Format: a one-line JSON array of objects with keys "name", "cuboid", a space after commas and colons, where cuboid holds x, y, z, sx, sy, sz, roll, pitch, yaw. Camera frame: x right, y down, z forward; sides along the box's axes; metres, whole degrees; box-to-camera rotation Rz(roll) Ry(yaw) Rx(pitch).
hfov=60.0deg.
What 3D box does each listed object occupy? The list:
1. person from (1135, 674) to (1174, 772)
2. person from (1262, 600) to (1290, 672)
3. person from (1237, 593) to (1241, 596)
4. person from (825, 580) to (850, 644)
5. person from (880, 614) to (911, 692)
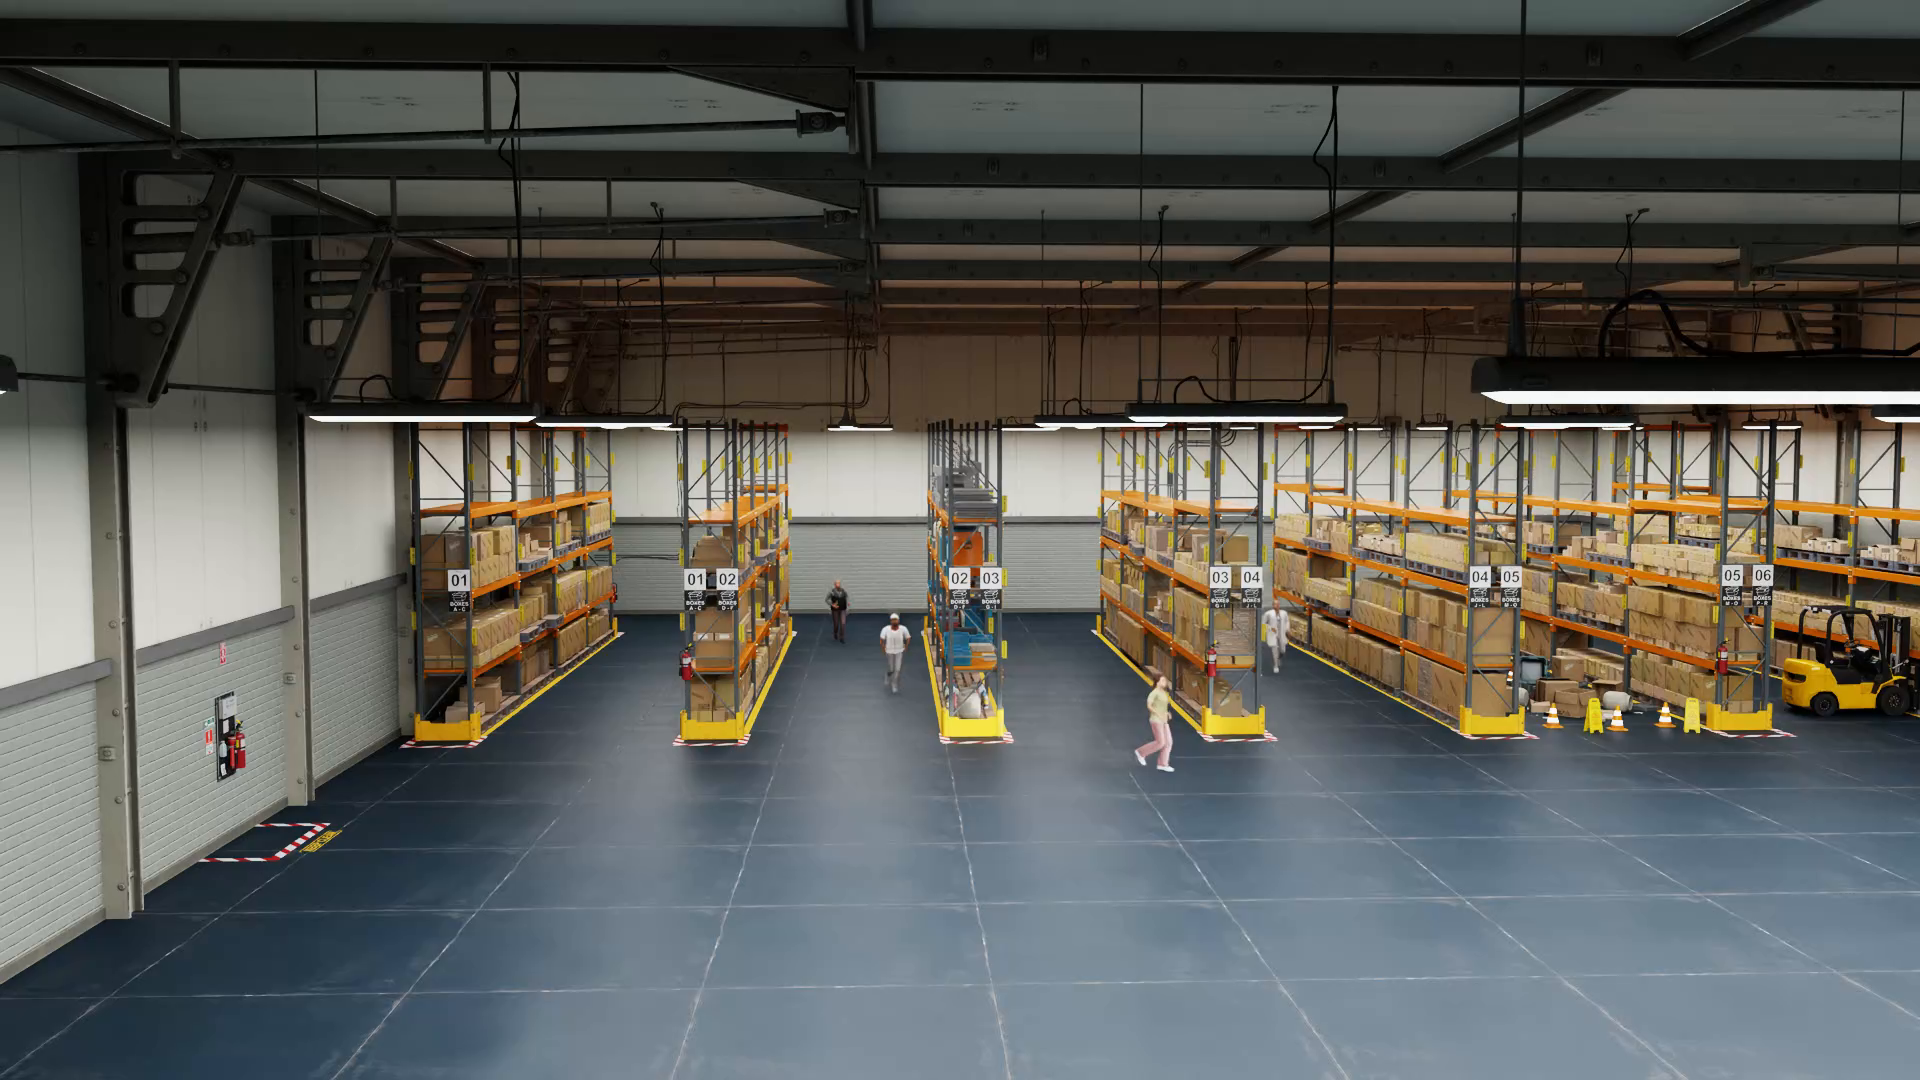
[{"name": "person", "cuboid": [3.346, 3.094, 28.320, 0.672, 1.654, 0.602, 2, 4, 28]}, {"name": "person", "cuboid": [7.608, 2.305, 39.916, 0.707, 1.736, 0.633, 0, 4, -4]}, {"name": "person", "cuboid": [8.246, 1.801, 48.689, 1.036, 1.586, 0.640, -1, 4, -21]}, {"name": "person", "cuboid": [-3.343, 1.964, 45.680, 0.709, 1.739, 0.781, -2, 4, -22]}, {"name": "person", "cuboid": [-1.428, 2.498, 36.981, 0.691, 1.734, 0.632, 0, 4, -4]}]
